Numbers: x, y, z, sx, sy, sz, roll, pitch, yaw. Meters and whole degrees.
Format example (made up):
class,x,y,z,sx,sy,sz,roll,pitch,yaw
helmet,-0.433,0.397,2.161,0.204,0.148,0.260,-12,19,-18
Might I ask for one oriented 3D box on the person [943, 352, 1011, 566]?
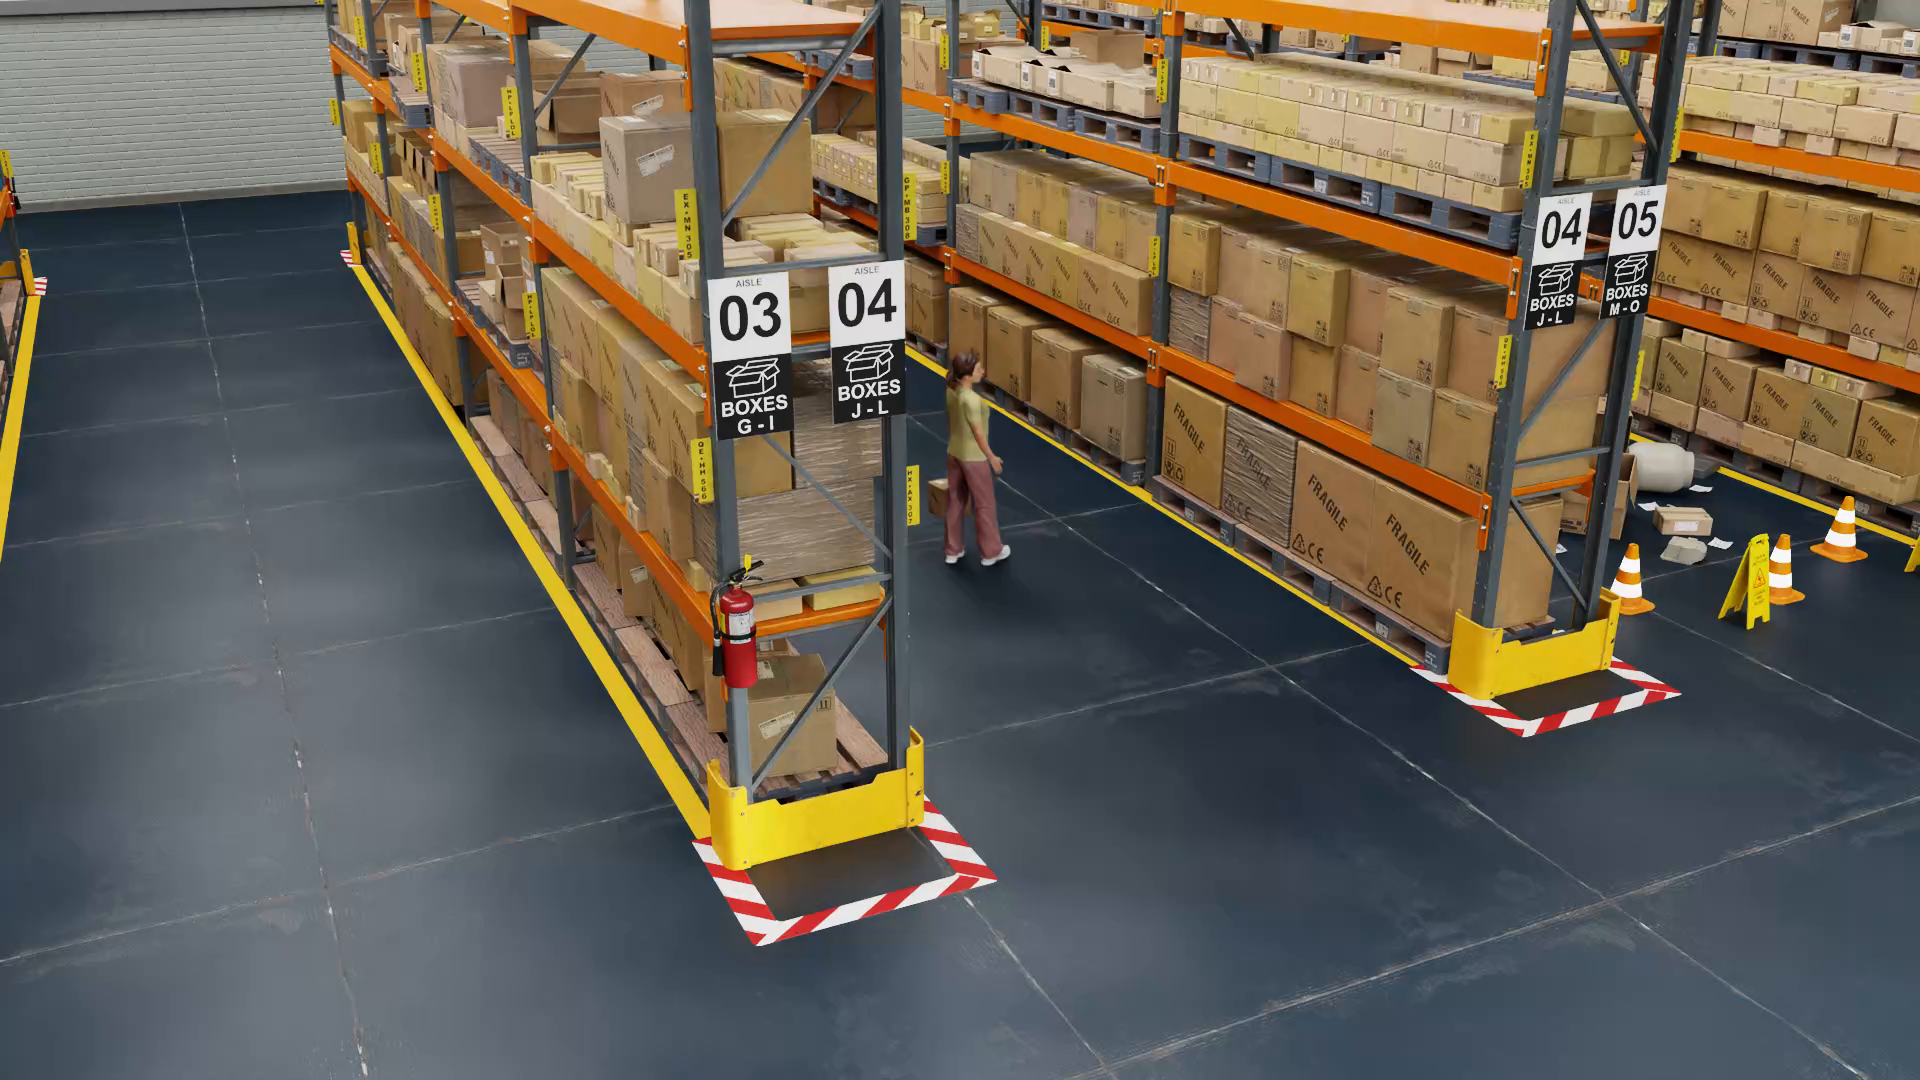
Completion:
class,x,y,z,sx,sy,sz,roll,pitch,yaw
person,0.127,-0.620,12.471,0.527,1.674,0.483,-14,26,-31
